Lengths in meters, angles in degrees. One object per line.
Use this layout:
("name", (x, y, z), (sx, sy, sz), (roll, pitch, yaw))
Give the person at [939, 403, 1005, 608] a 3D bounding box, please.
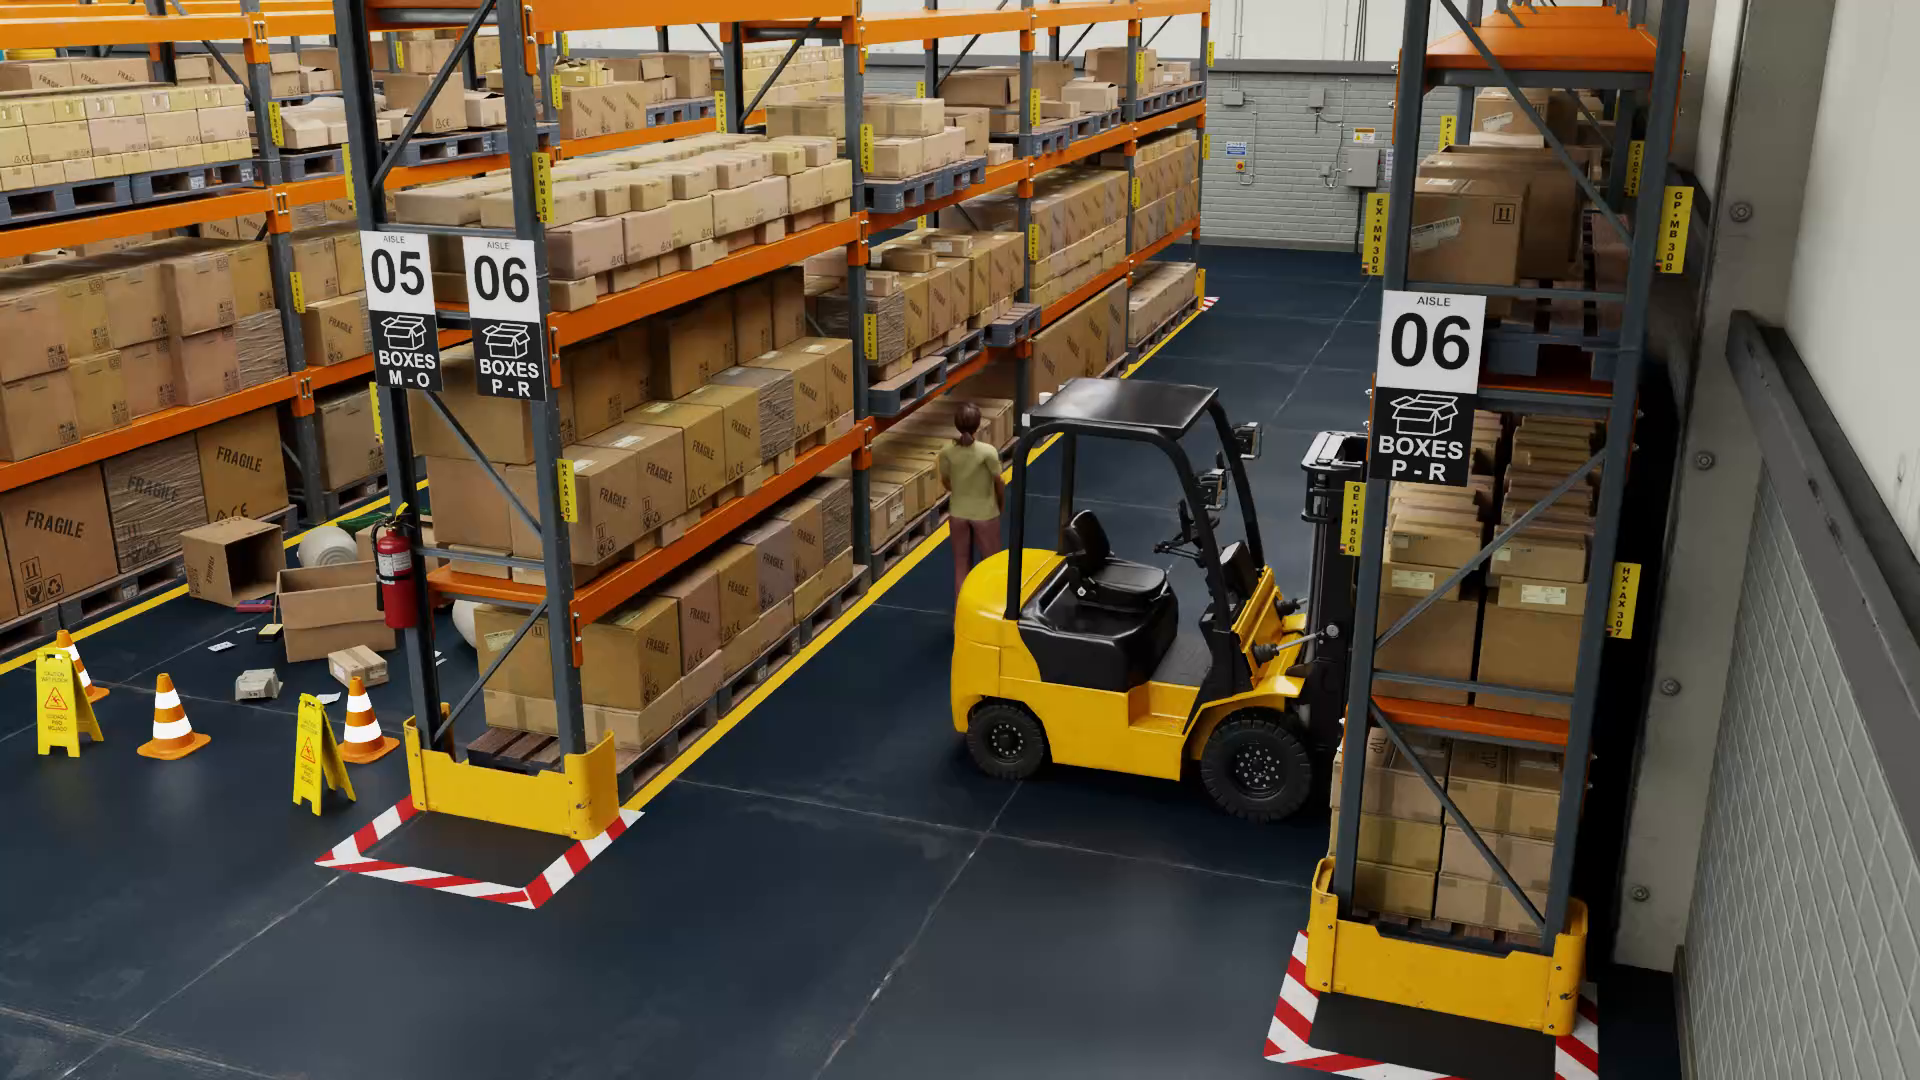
("person", (0.099, -0.158, 11.537), (0.465, 1.664, 0.498), (5, 19, 16))
